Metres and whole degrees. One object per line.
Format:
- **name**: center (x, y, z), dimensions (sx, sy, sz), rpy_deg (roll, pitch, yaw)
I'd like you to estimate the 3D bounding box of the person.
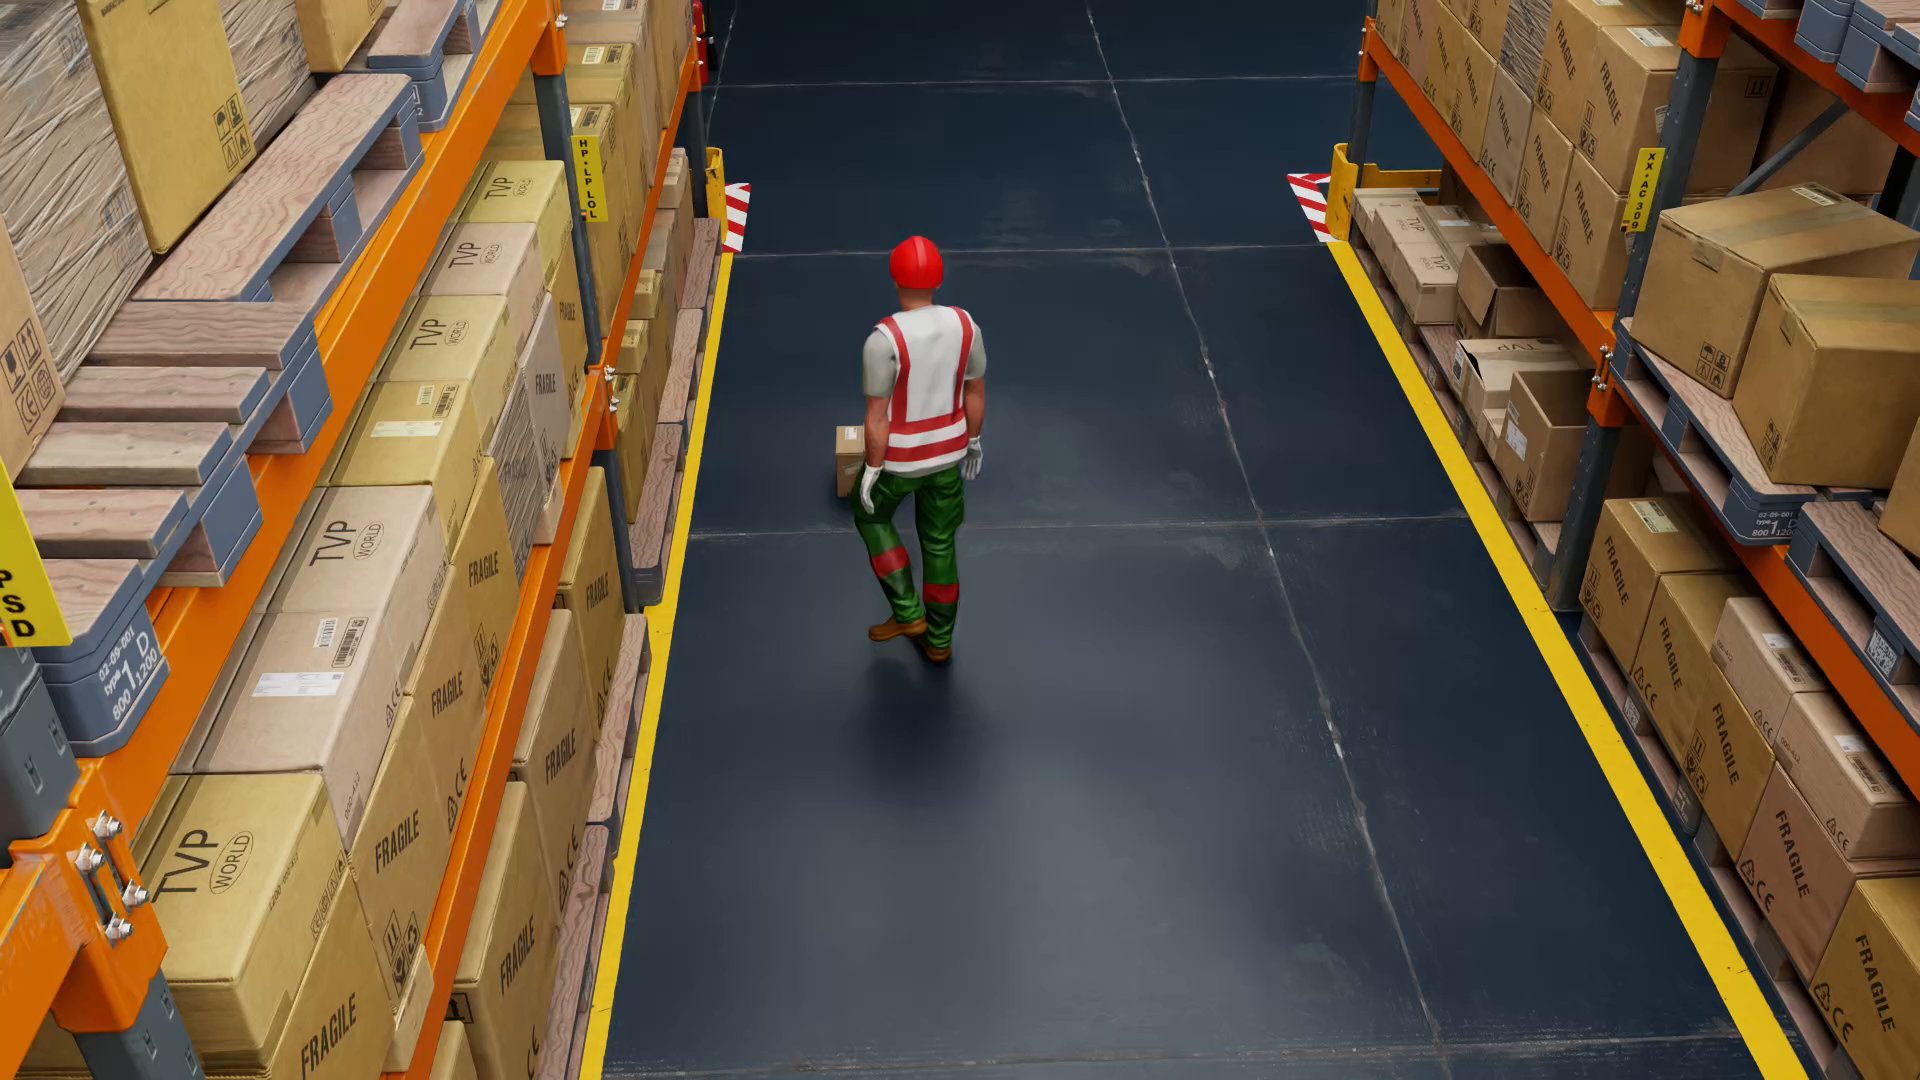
- **person**: center (-0.167, -0.337, 6.578), dimensions (0.582, 1.773, 0.467), rpy_deg (-15, 38, -21)
